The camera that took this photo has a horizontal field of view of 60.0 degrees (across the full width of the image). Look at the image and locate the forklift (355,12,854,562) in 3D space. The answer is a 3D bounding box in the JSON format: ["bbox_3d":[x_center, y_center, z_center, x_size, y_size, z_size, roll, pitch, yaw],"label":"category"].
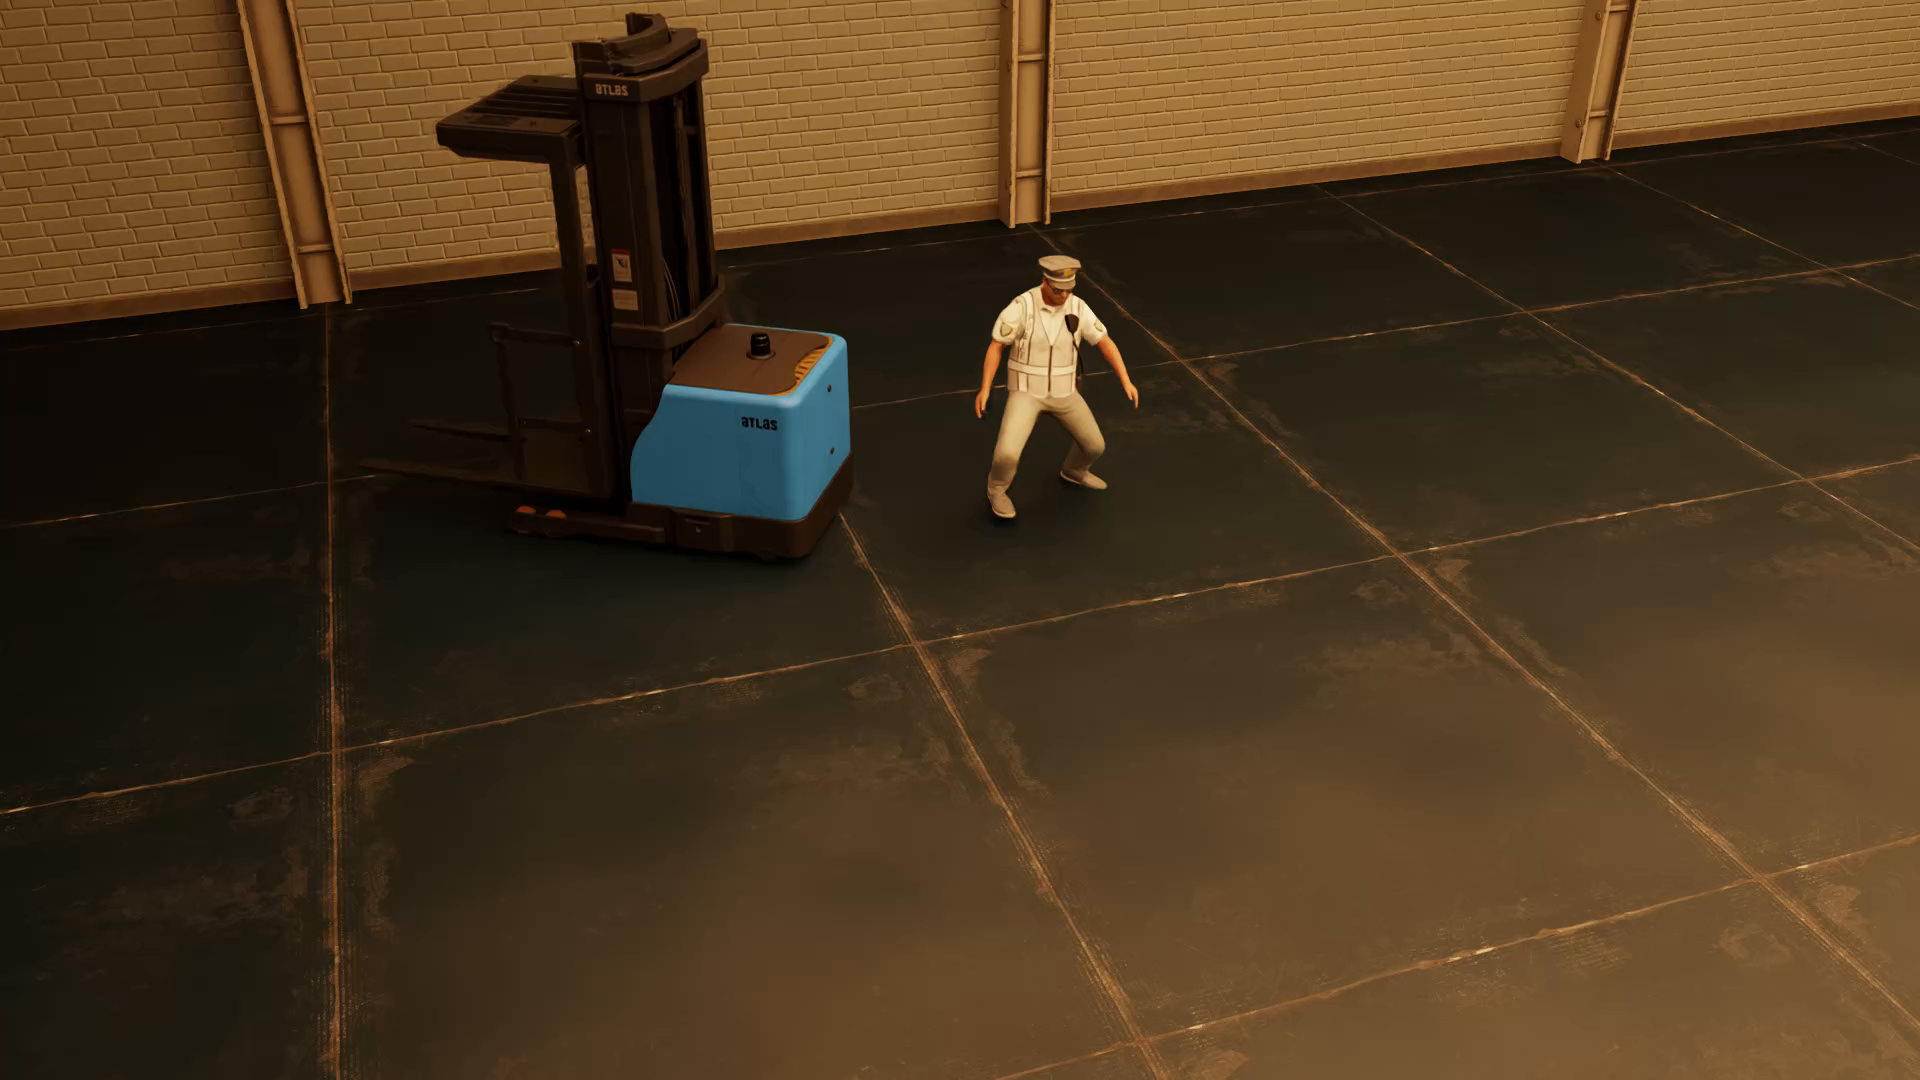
[{"bbox_3d":[-2.242,-1.530,9.746,3.031,2.935,1.130,7,31,12],"label":"forklift"}]

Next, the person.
[{"bbox_3d":[0.560,-0.920,10.043,0.972,1.634,0.671,-5,30,-9],"label":"person"}]
